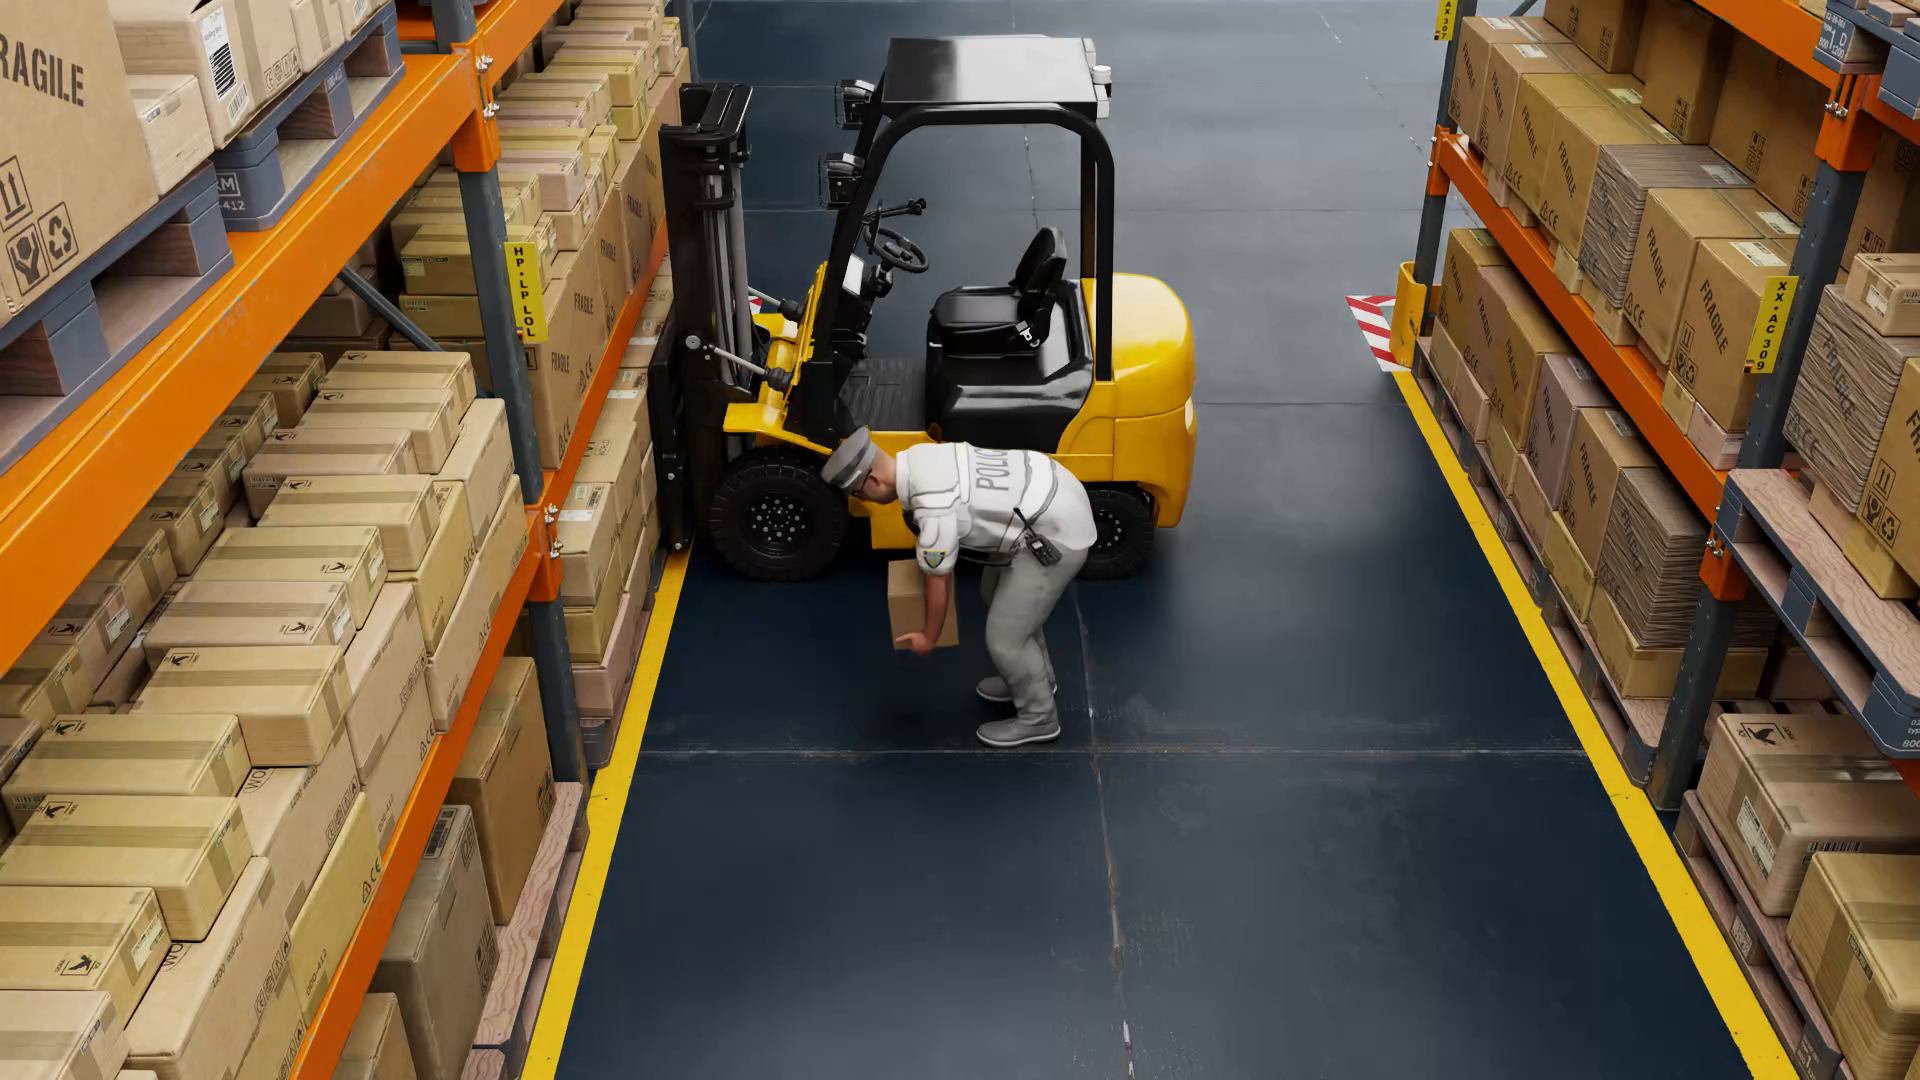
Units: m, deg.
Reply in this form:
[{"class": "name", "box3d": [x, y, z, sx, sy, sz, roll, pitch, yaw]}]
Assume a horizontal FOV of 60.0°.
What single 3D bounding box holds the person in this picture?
[{"class": "person", "box3d": [-0.002, 0.154, 6.320, 1.016, 1.295, 0.486, -1, 31, -2]}]
